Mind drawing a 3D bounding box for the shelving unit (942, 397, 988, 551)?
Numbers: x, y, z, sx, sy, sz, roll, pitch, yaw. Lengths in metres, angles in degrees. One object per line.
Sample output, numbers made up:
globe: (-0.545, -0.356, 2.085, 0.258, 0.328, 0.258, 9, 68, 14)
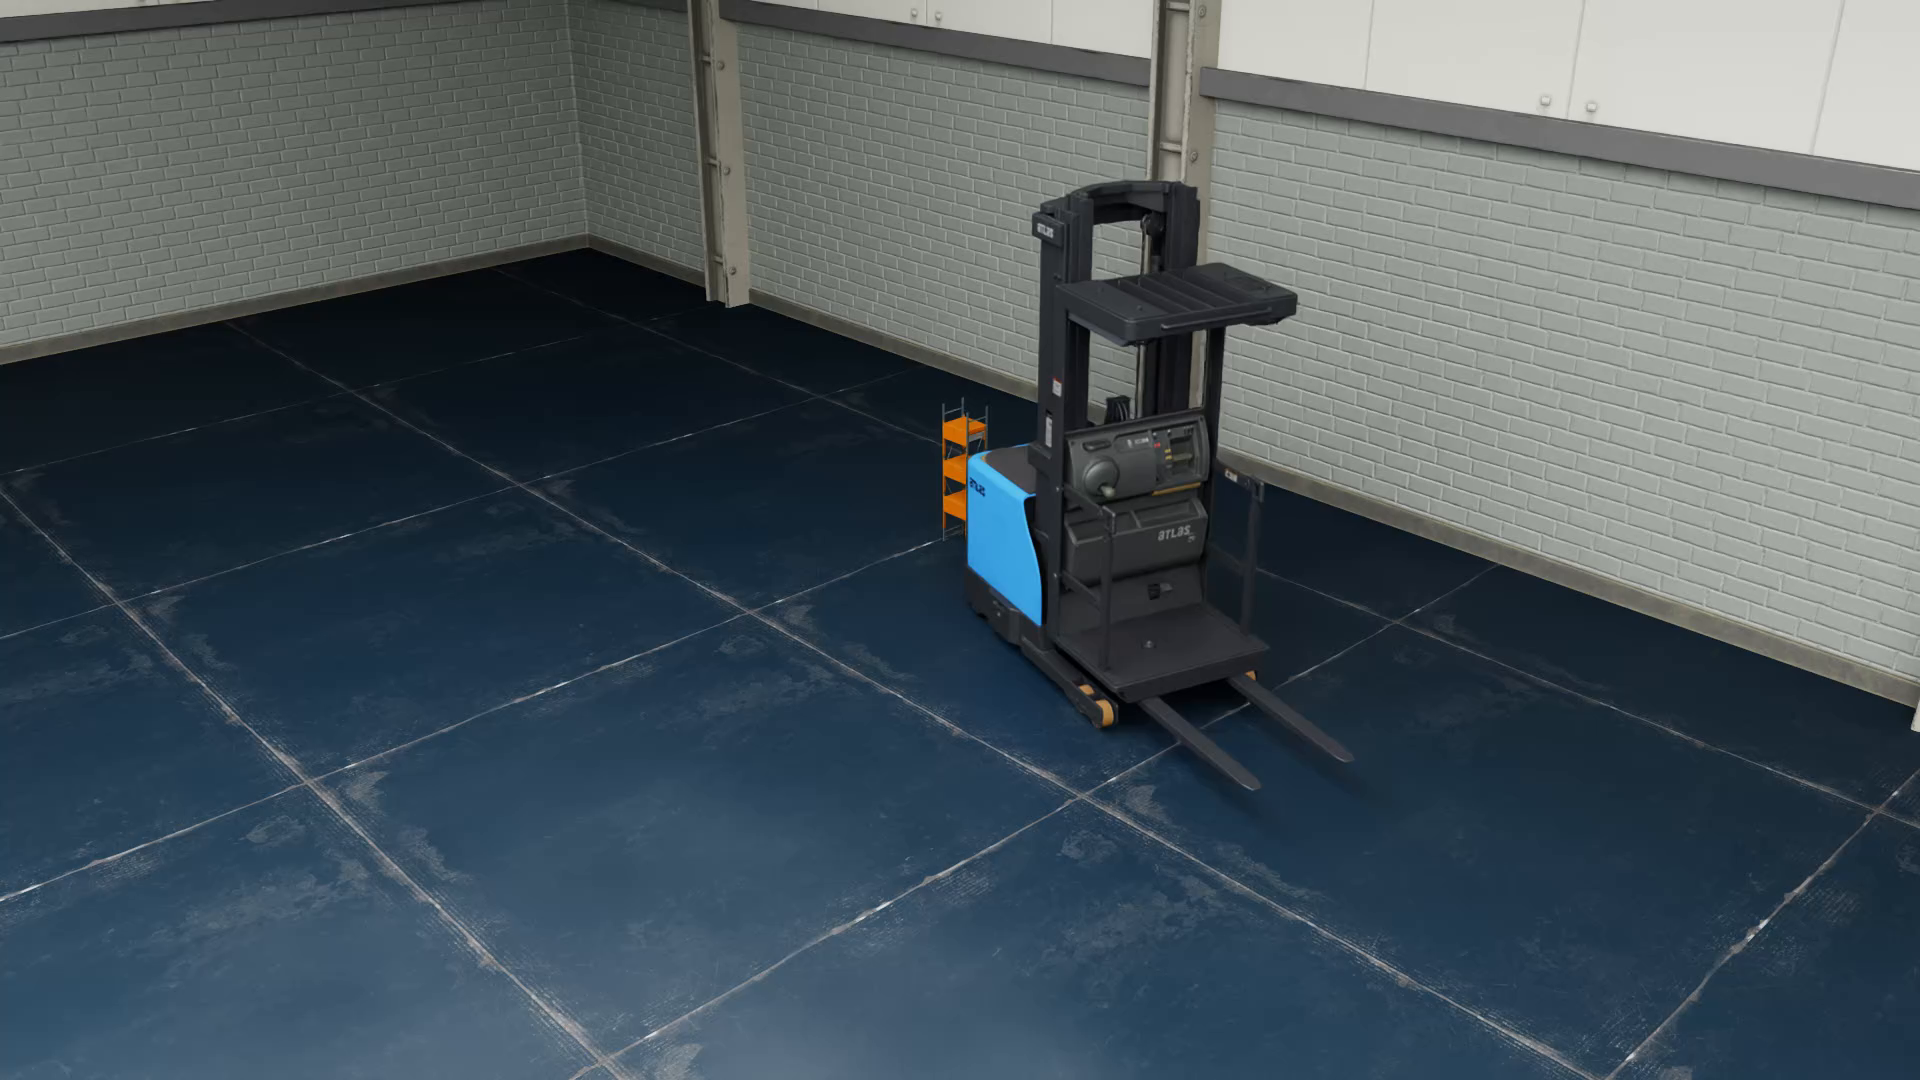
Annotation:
shelving unit: (0.037, -0.461, 11.793, 0.215, 1.050, 0.252, -21, 32, -38)

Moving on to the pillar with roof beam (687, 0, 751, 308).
pillar with roof beam: (-5.584, -5.397, 13.035, 9.100, 9.000, 0.400, -21, 32, -38)

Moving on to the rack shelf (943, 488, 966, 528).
rack shelf: (0.037, -0.199, 11.913, 0.215, 0.259, 0.240, -21, 32, -38)

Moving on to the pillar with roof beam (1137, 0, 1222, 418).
pillar with roof beam: (-1.483, -3.579, 9.050, 9.100, 9.000, 0.400, -21, 32, -38)

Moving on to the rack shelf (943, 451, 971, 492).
rack shelf: (0.037, -0.452, 11.798, 0.215, 0.259, 0.240, -21, 32, -38)

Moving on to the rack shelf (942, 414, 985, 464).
rack shelf: (0.037, -0.710, 11.680, 0.215, 0.259, 0.240, -21, 32, -38)

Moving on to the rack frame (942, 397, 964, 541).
rack frame: (-0.047, -0.498, 11.874, 0.200, 1.050, 0.008, -21, 32, -38)

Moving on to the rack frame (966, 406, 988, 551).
rack frame: (0.120, -0.424, 11.712, 0.200, 1.050, 0.008, -21, 32, -38)

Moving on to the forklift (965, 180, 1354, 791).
forklift: (1.143, -0.451, 9.504, 1.130, 2.935, 3.031, -12, 27, -24)
